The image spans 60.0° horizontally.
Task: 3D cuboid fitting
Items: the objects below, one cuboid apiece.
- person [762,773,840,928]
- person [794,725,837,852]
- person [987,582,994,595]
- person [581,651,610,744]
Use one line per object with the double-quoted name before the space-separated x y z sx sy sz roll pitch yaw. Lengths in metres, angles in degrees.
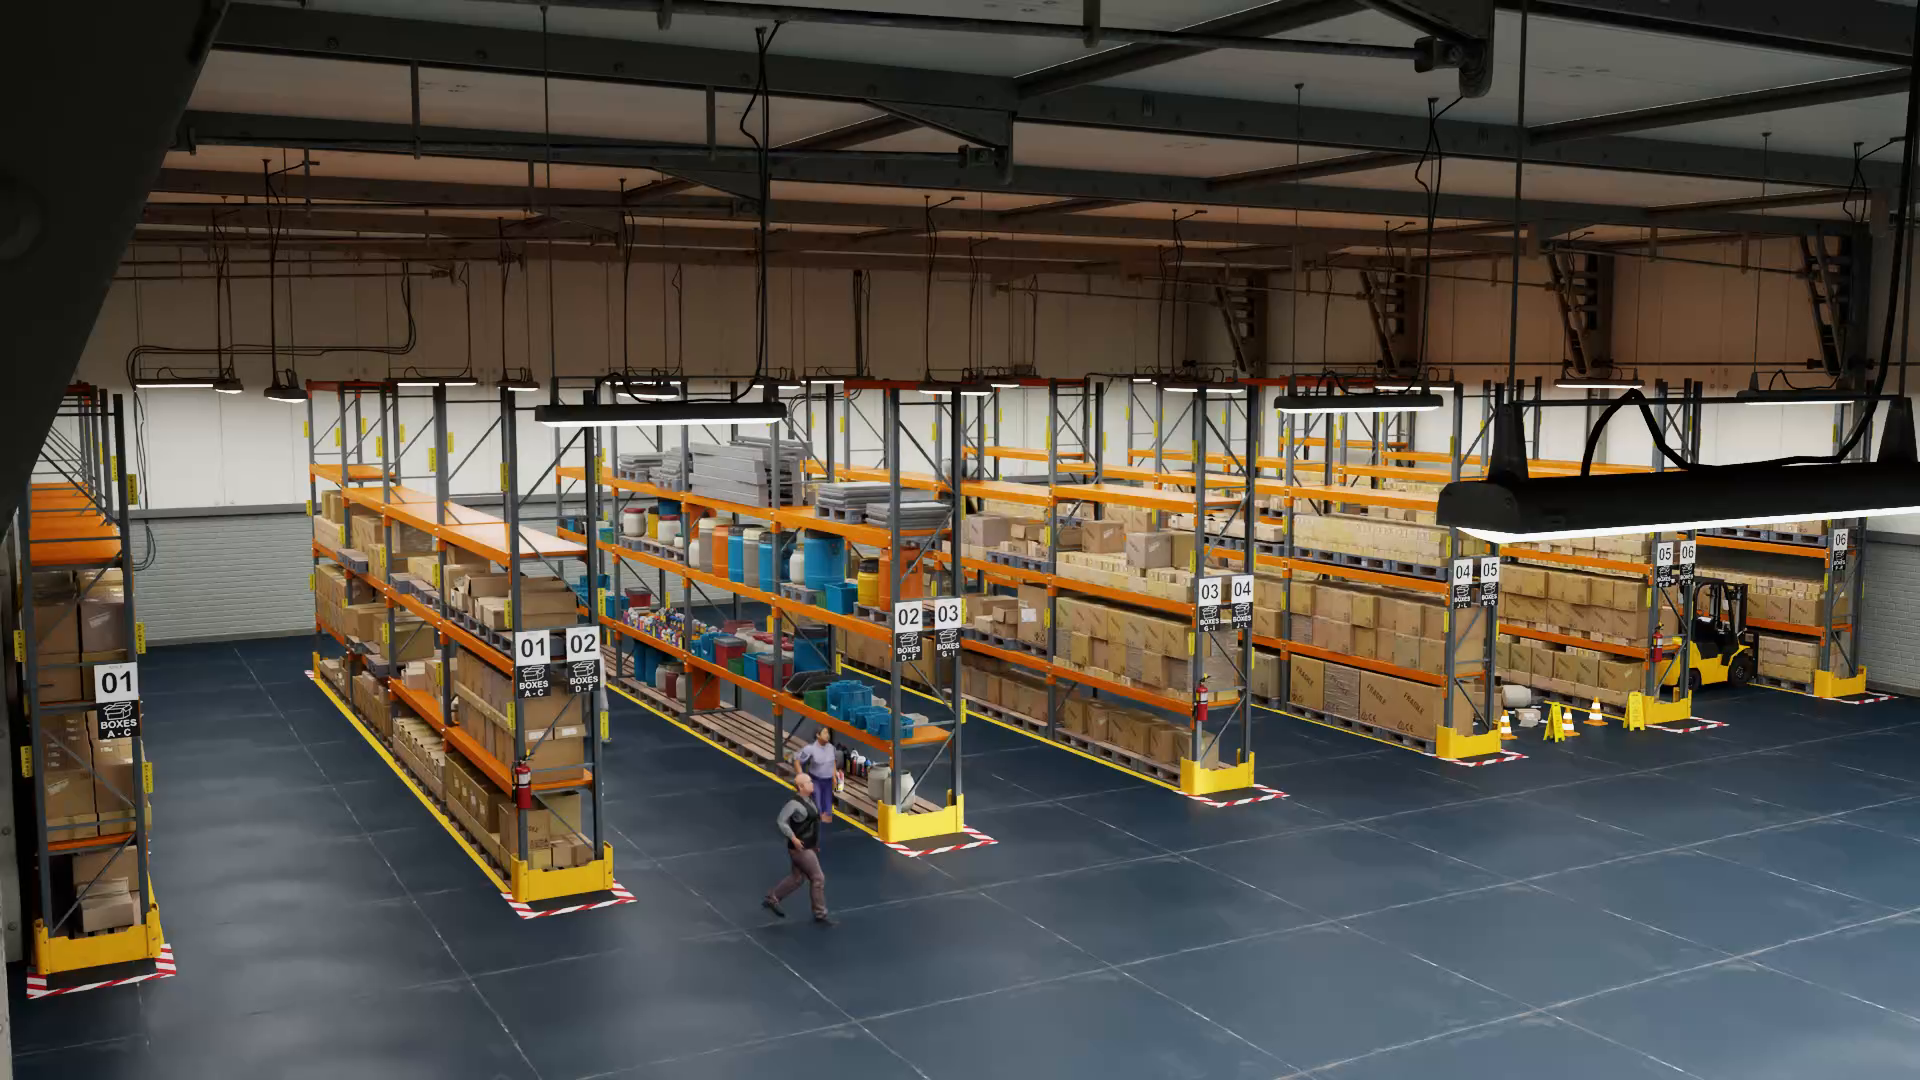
"person" -1.798 3.481 18.757 0.894 1.746 0.643 0 6 2
"person" -1.893 3.232 21.897 0.649 1.607 0.621 -5 8 -42
"person" 0.764 1.055 42.397 0.539 1.568 0.706 1 6 13
"person" -6.164 2.489 27.859 0.605 1.822 0.845 -5 8 -37
